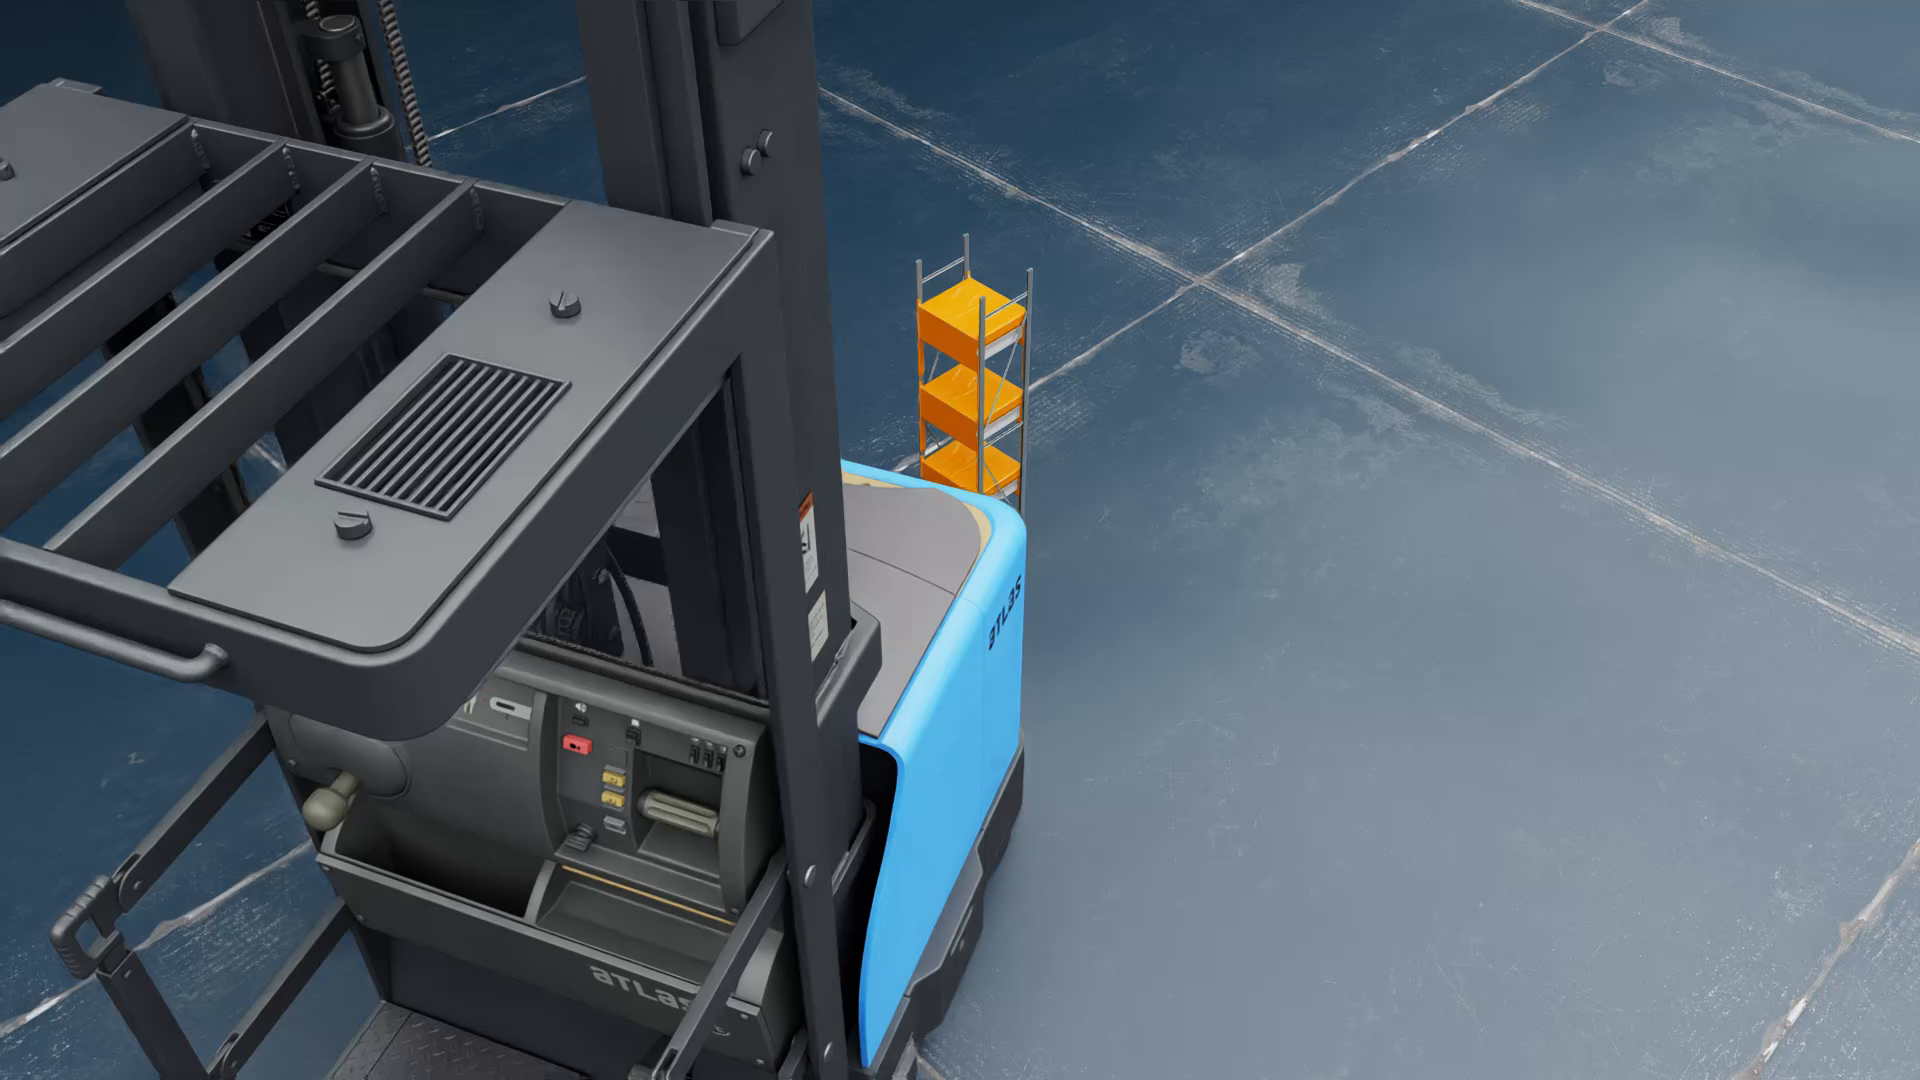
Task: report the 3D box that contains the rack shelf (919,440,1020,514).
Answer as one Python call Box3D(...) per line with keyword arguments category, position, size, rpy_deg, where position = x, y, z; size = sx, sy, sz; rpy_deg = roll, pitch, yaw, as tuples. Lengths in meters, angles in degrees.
Box3D(category="rack shelf", position=(0.038, -0.148, 5.062), size=(0.215, 0.259, 0.240), rpy_deg=(-34, 53, -31))

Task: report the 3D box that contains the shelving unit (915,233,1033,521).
Box3D(category="shelving unit", position=(0.038, -0.360, 4.866), size=(0.215, 1.050, 0.252), rpy_deg=(-34, 53, -31))

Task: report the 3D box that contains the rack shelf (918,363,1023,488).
Box3D(category="rack shelf", position=(0.038, -0.352, 4.873), size=(0.215, 0.259, 0.240), rpy_deg=(-34, 53, -31))

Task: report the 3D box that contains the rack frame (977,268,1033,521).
Box3D(category="rack frame", position=(0.124, -0.301, 4.802), size=(0.200, 1.050, 0.008), rpy_deg=(-34, 53, -31))

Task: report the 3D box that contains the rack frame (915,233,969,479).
Box3D(category="rack frame", position=(-0.048, -0.418, 4.929), size=(0.200, 1.050, 0.008), rpy_deg=(-34, 53, -31))

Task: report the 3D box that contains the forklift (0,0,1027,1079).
Box3D(category="forklift", position=(-0.836, 0.448, 2.605), size=(1.130, 2.935, 3.031), rpy_deg=(15, 45, 15))

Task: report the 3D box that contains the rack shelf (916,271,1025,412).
Box3D(category="rack shelf", position=(0.038, -0.561, 4.680), size=(0.215, 0.259, 0.240), rpy_deg=(-34, 53, -31))
